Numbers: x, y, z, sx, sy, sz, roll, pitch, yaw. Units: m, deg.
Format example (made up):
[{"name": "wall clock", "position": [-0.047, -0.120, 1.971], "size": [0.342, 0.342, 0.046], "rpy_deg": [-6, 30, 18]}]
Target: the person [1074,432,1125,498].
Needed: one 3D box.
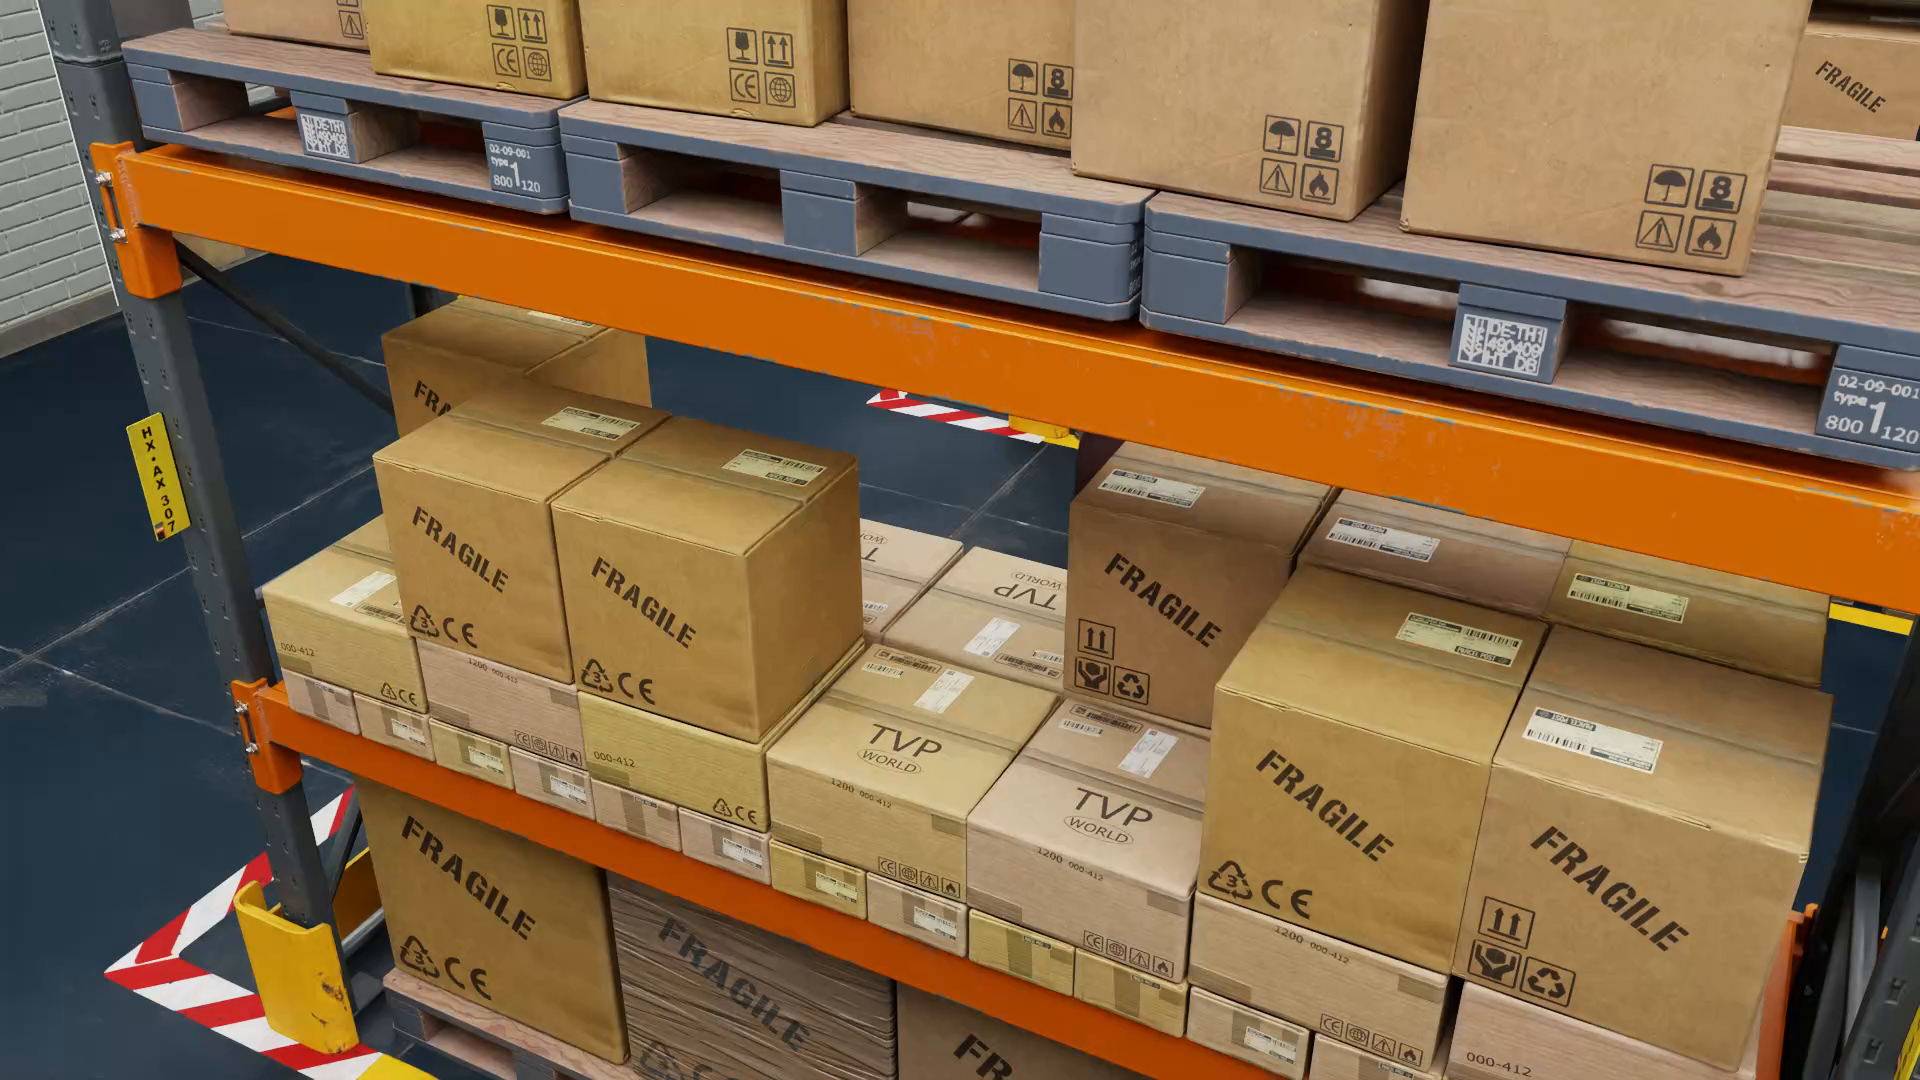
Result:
[{"name": "person", "position": [0.718, -0.332, 6.733], "size": [0.527, 1.769, 0.563], "rpy_deg": [14, 33, 24]}]
